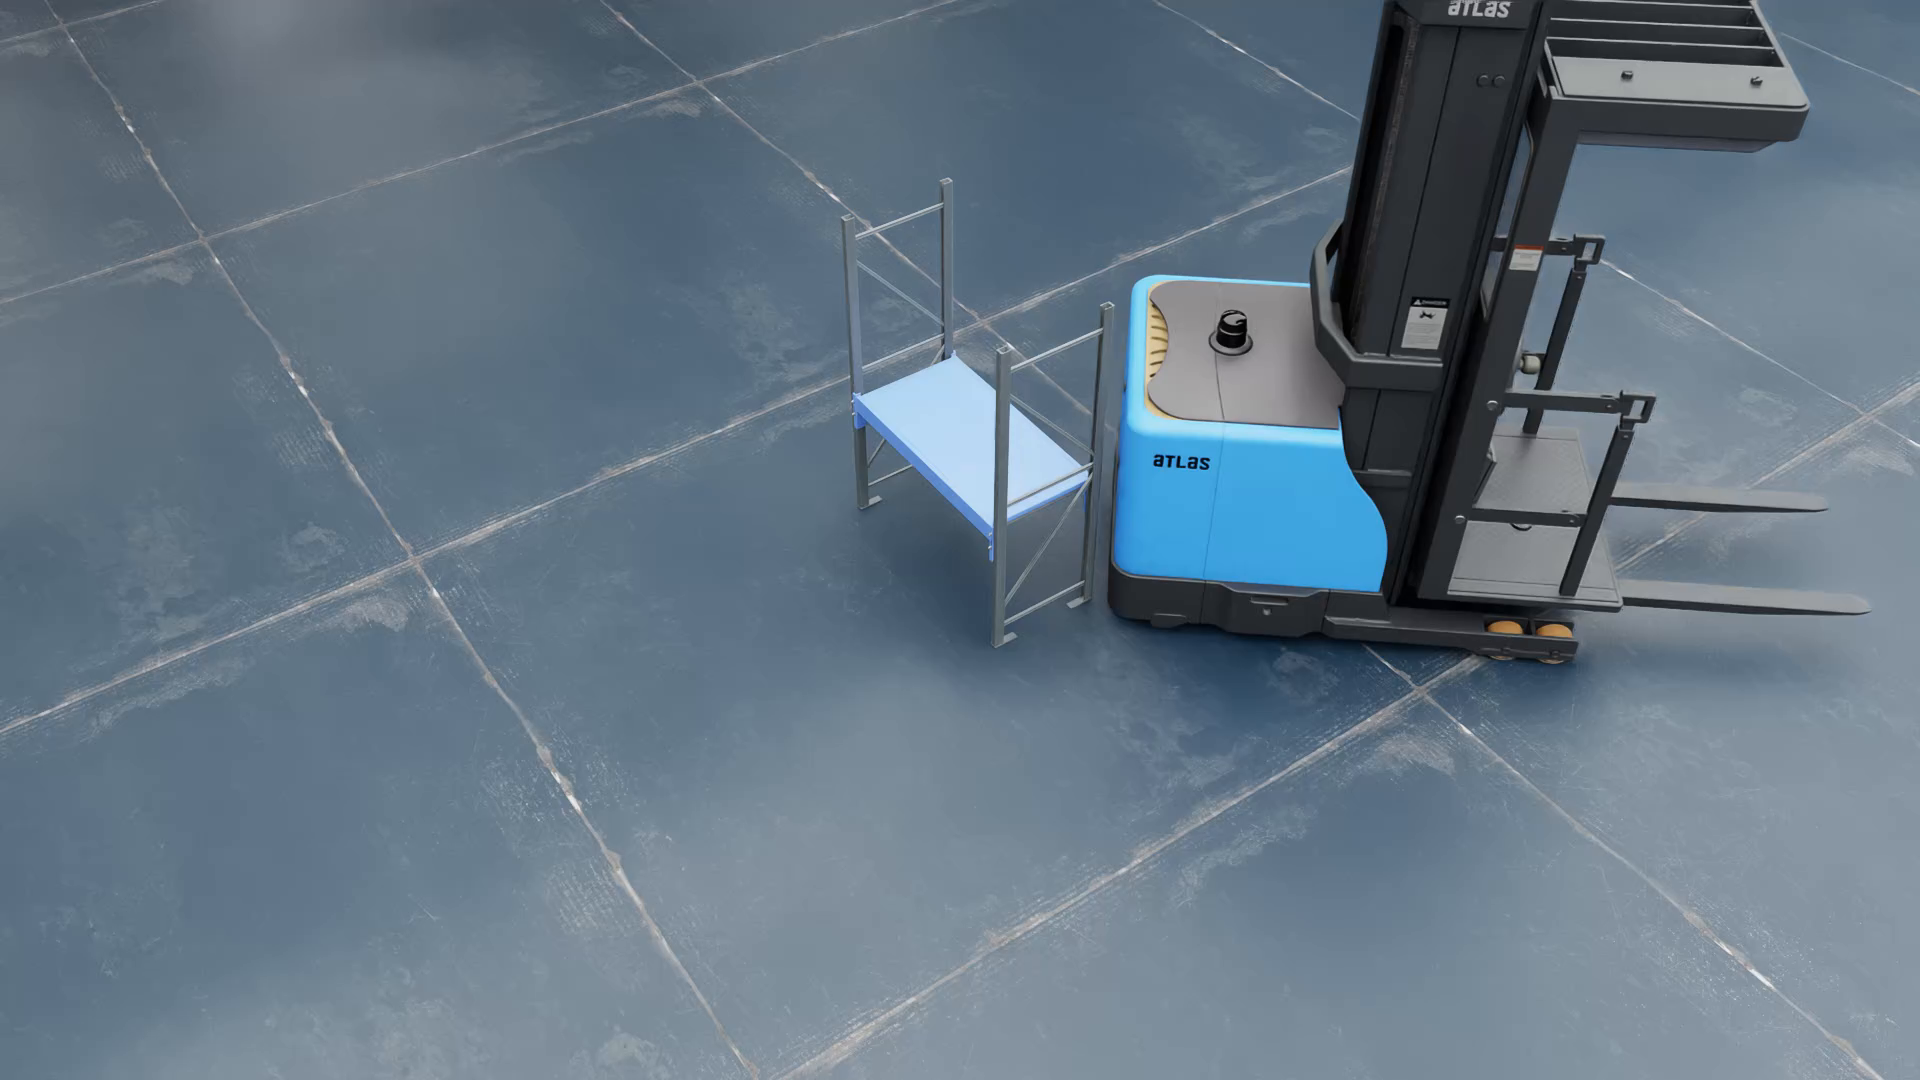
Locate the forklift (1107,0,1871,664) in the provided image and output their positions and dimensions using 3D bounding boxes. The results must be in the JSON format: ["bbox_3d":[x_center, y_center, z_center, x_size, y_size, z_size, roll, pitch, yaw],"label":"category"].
[{"bbox_3d":[2.158,-0.949,6.112,3.031,2.935,1.130,4,44,4],"label":"forklift"}]

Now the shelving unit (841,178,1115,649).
[{"bbox_3d":[0.049,-0.494,6.673,0.538,1.500,1.048,-26,49,-24],"label":"shelving unit"}]

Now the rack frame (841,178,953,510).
[{"bbox_3d":[-0.242,-0.782,6.974,0.500,1.500,0.032,-26,49,-24],"label":"rack frame"}]

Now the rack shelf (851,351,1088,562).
[{"bbox_3d":[0.049,-0.364,6.797,0.538,0.185,1.000,-26,49,-24],"label":"rack shelf"}]

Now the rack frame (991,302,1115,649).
[{"bbox_3d":[0.340,-0.206,6.371,0.500,1.500,0.032,-26,49,-24],"label":"rack frame"}]
